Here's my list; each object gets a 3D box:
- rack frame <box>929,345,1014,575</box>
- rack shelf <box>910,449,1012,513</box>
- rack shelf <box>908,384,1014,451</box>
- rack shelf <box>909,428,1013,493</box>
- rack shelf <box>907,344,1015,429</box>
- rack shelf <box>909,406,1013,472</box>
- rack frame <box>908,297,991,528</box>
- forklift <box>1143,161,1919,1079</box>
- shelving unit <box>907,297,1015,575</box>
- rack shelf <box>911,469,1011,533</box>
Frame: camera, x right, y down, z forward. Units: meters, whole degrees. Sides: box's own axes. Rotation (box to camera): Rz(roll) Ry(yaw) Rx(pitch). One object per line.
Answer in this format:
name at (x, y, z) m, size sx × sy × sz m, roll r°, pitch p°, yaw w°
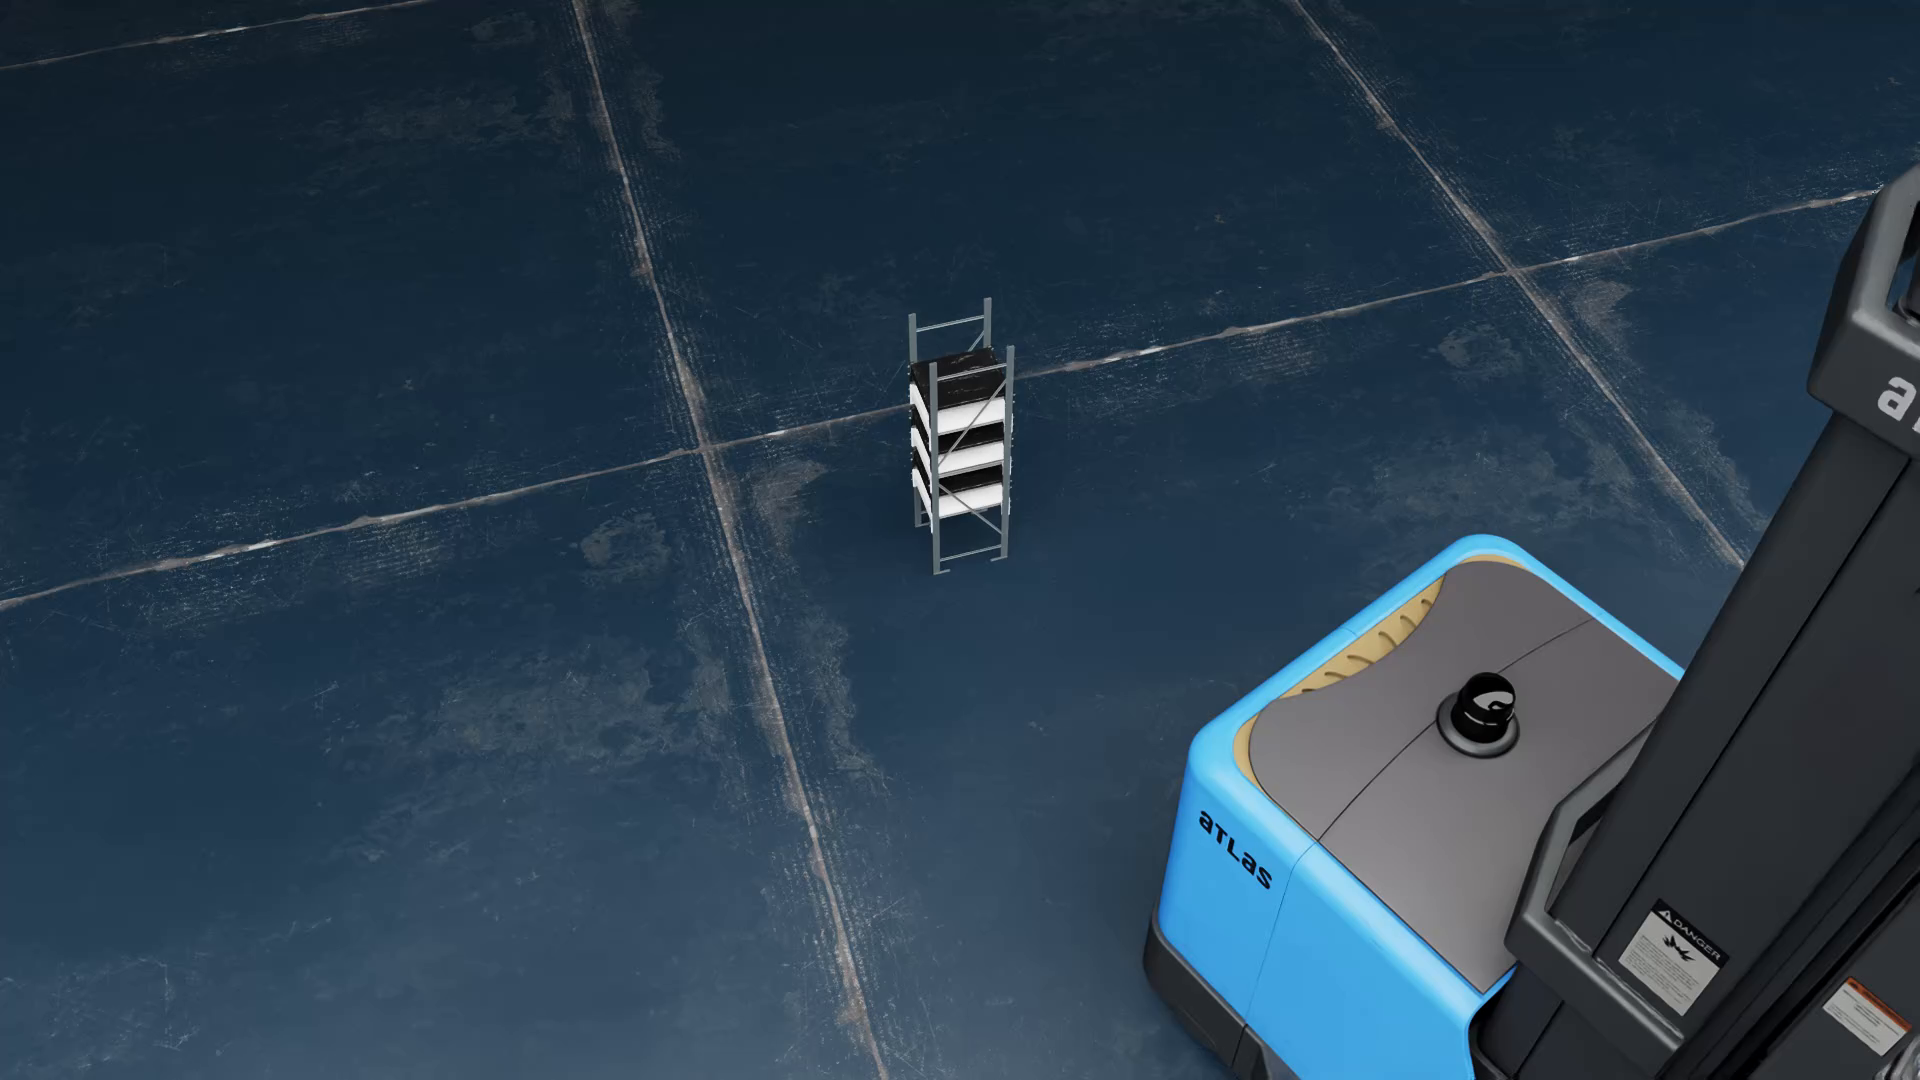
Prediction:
rack frame at (0.032, -0.210, 4.838) m, size 0.240 × 0.900 × 0.006 m, roll -13°, pitch 51°, yaw -11°
rack shelf at (0.002, -0.205, 4.995) m, size 0.258 × 0.077 × 0.200 m, roll -13°, pitch 51°, yaw -11°
rack shelf at (0.002, -0.379, 4.789) m, size 0.258 × 0.077 × 0.200 m, roll -13°, pitch 51°, yaw -11°
rack shelf at (0.002, -0.263, 4.926) m, size 0.258 × 0.077 × 0.200 m, roll -13°, pitch 51°, yaw -11°
rack shelf at (0.002, -0.437, 4.720) m, size 0.258 × 0.077 × 0.200 m, roll -13°, pitch 51°, yaw -11°
rack shelf at (0.002, -0.321, 4.858) m, size 0.258 × 0.077 × 0.200 m, roll -13°, pitch 51°, yaw -11°
rack frame at (-0.028, -0.358, 4.964) m, size 0.240 × 0.900 × 0.006 m, roll -13°, pitch 51°, yaw -11°
forklift at (1.785, 0.816, 2.645) m, size 1.130 × 2.935 × 3.031 m, roll -32°, pitch 57°, yaw -24°
shelving unit at (0.002, -0.284, 4.901) m, size 0.258 × 0.900 × 0.210 m, roll -13°, pitch 51°, yaw -11°
rack shelf at (0.002, -0.147, 5.064) m, size 0.258 × 0.077 × 0.200 m, roll -13°, pitch 51°, yaw -11°
